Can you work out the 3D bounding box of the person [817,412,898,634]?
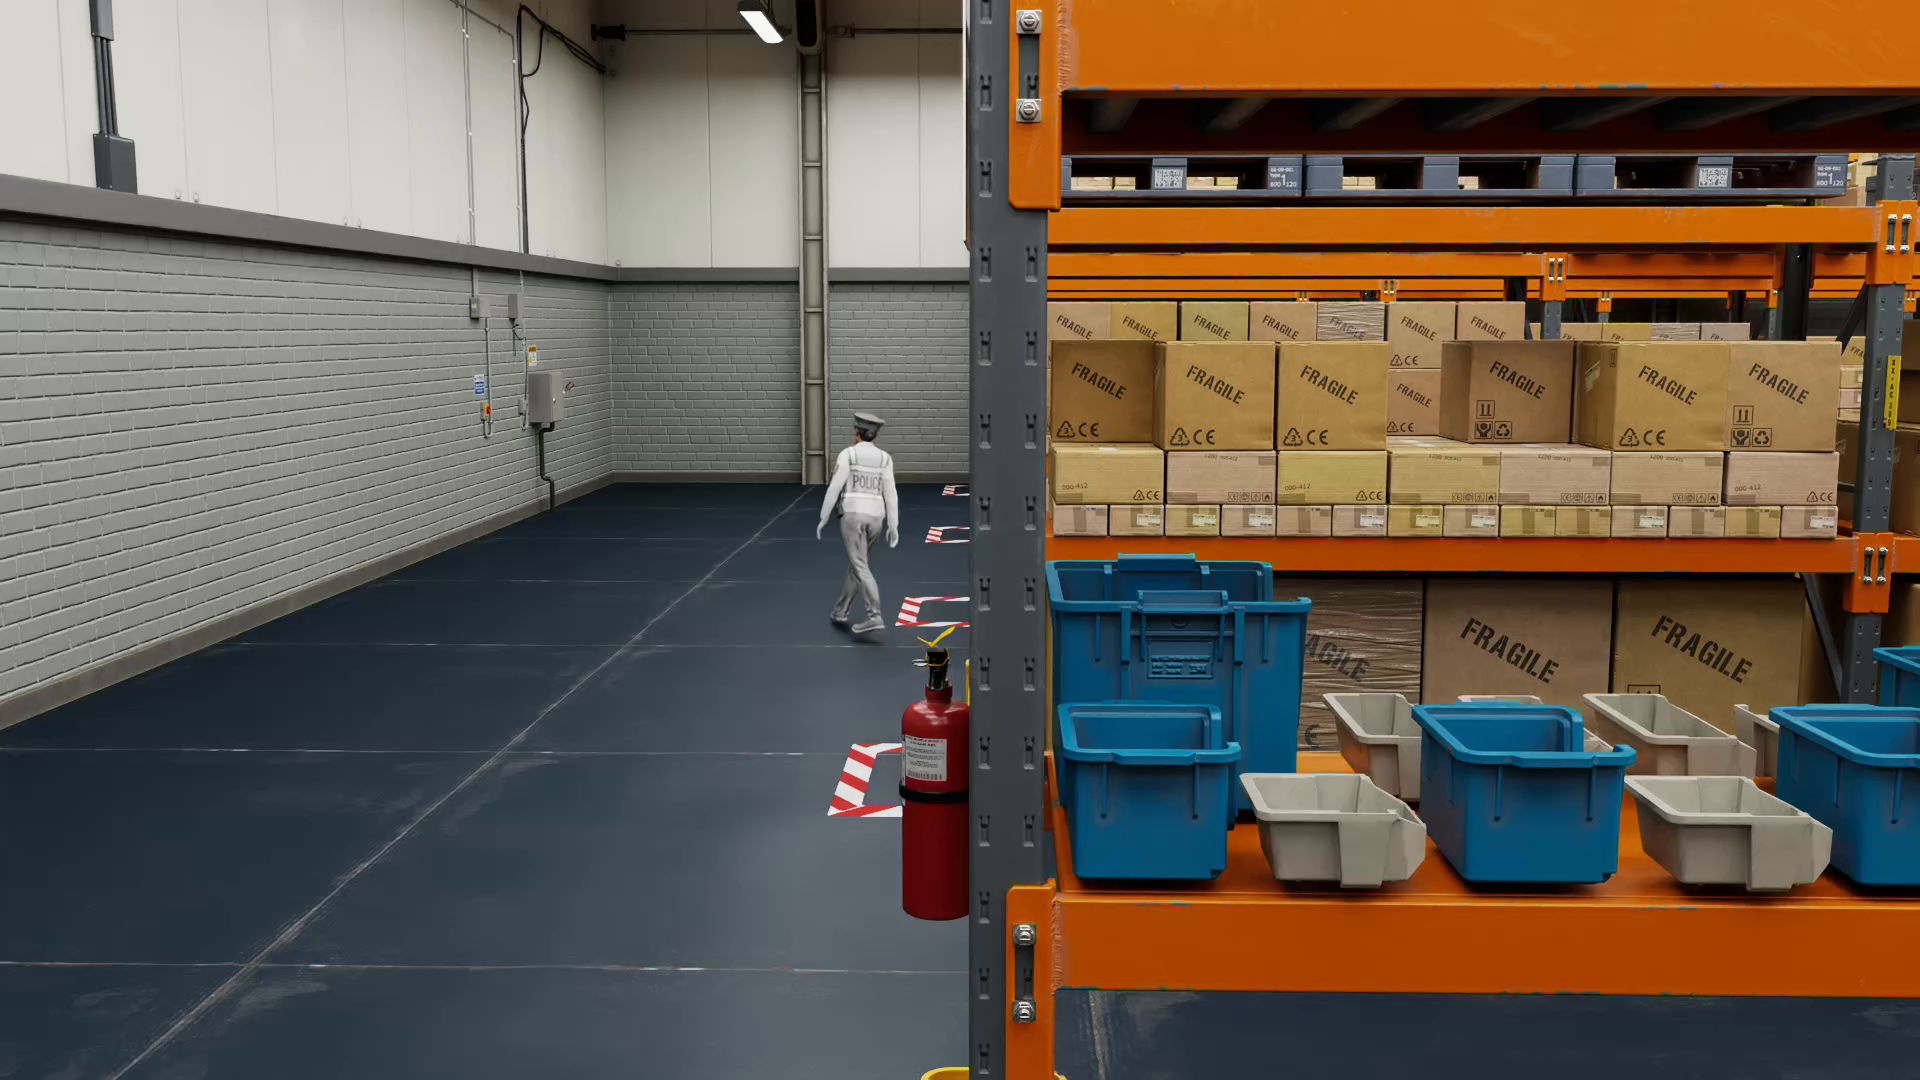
[{"bbox_3d":[-0.777,-0.136,12.355,0.548,1.599,0.987,-6,9,-39],"label":"person"}]
